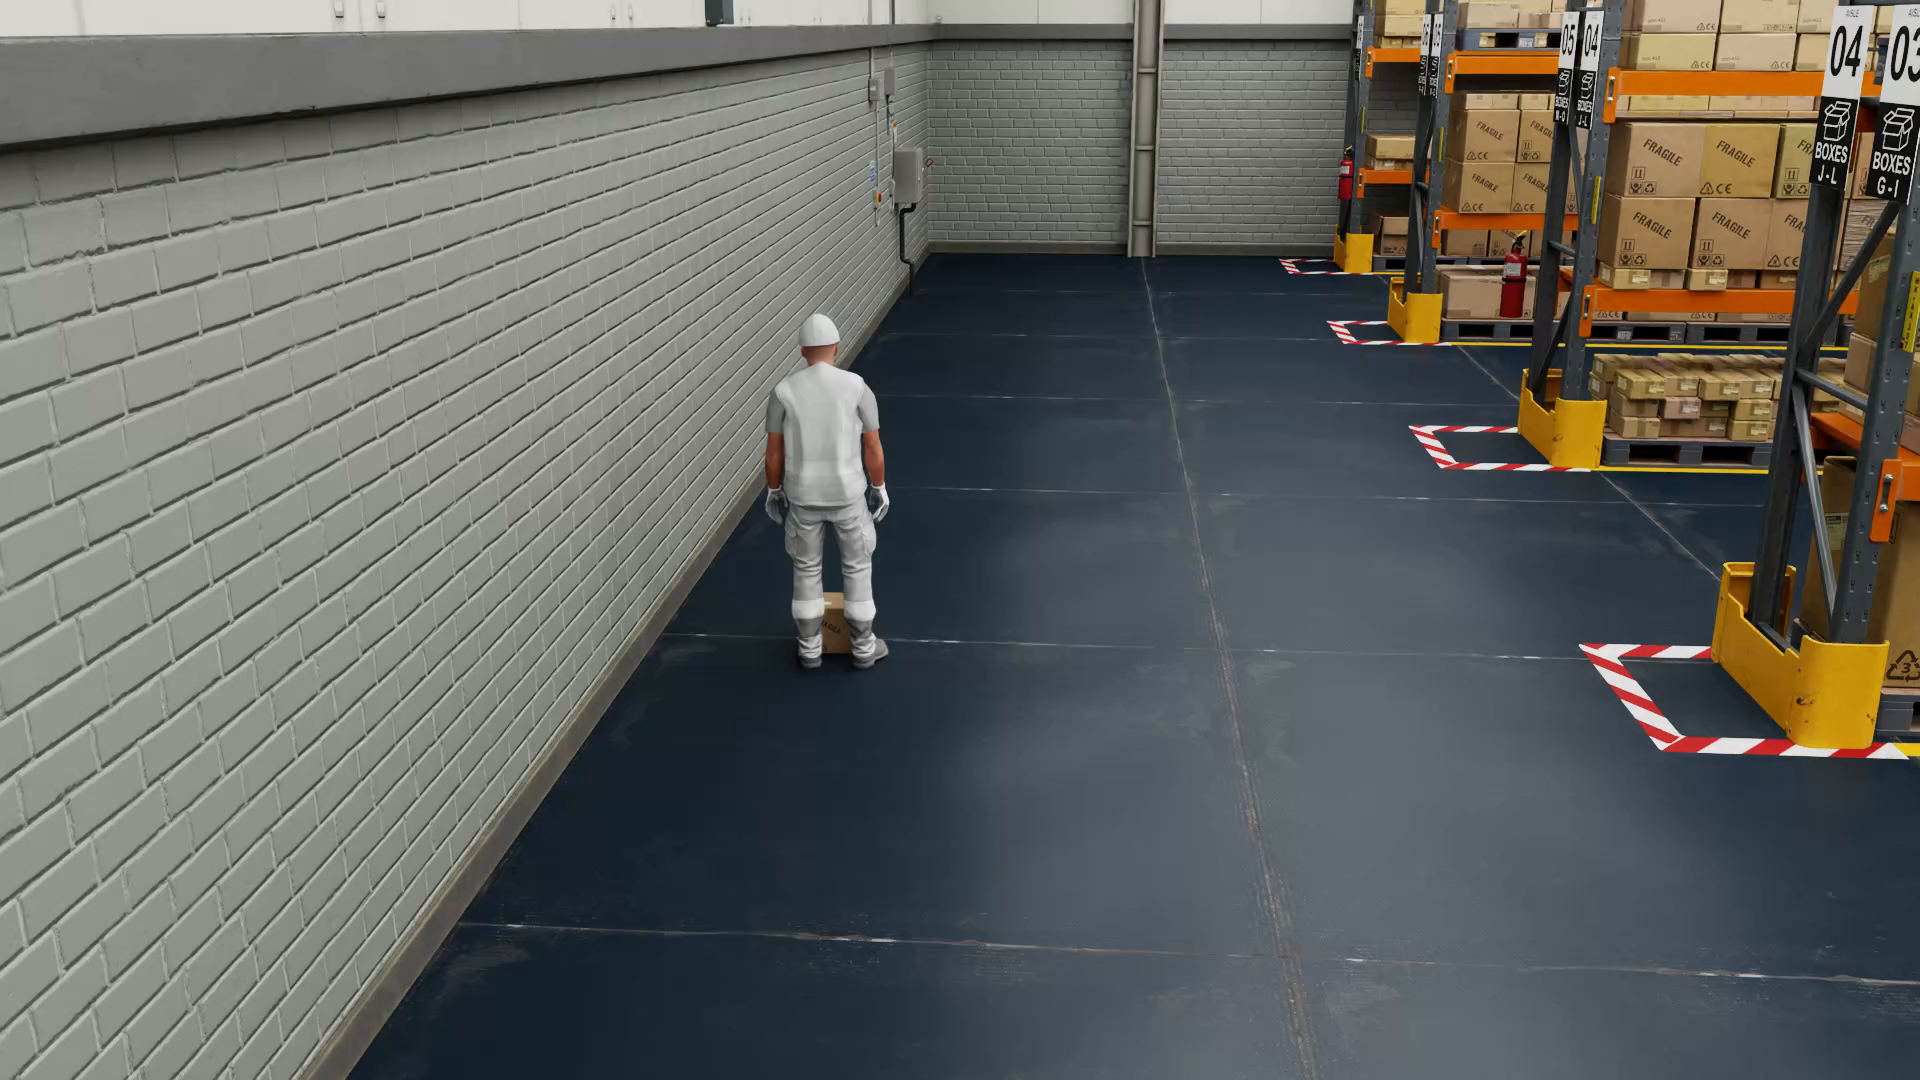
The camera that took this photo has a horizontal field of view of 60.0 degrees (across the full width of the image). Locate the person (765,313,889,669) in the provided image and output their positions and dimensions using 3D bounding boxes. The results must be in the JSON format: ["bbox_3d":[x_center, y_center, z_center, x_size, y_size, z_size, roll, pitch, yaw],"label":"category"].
[{"bbox_3d":[-0.661,-0.227,8.253,0.615,1.778,0.453,0,17,1],"label":"person"}]
